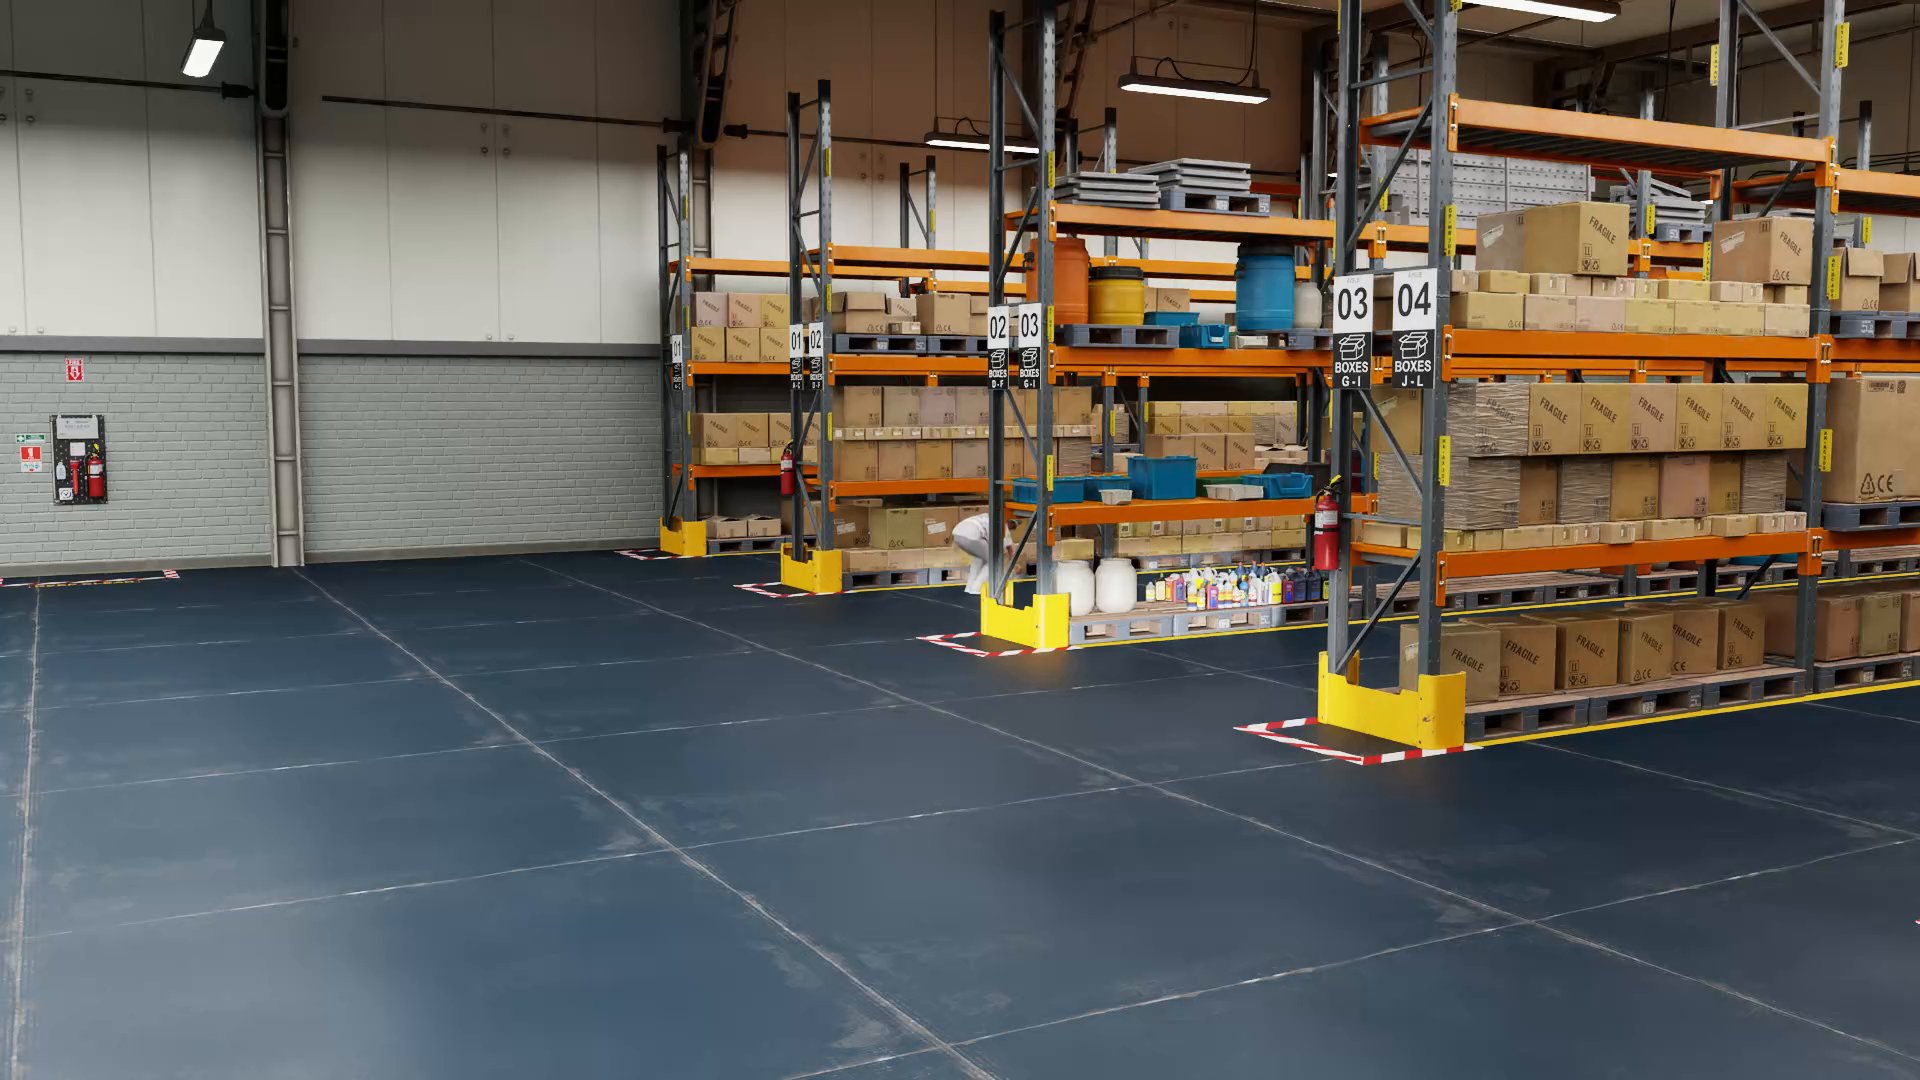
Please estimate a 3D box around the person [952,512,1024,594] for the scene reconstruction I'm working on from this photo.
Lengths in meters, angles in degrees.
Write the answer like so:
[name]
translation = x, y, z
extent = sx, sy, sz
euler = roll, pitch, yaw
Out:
[person]
translation = 0.346, 0.151, 19.771
extent = 0.930, 0.962, 0.455
euler = -3, 6, -31
